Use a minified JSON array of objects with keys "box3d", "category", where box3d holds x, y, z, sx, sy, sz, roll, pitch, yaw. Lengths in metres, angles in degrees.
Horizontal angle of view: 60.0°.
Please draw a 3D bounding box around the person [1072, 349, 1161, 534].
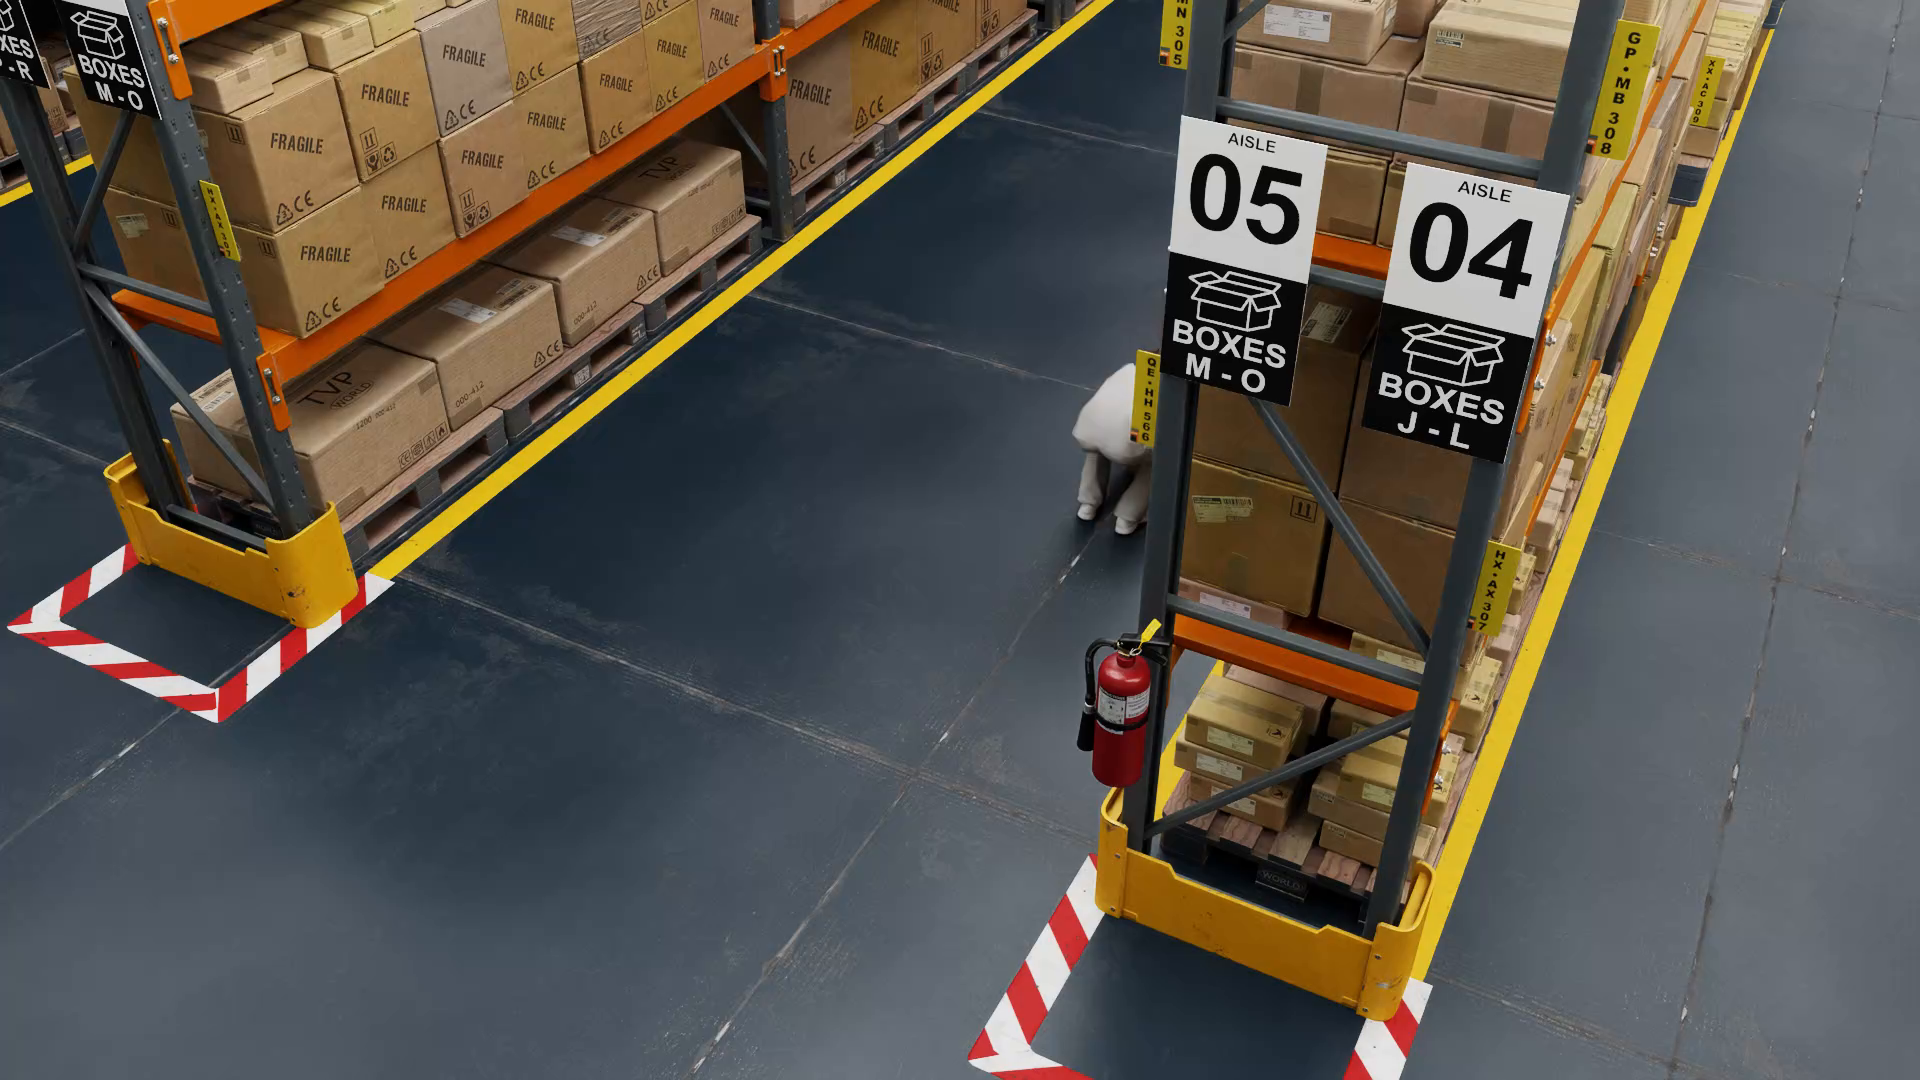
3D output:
[{"box3d":[0.853,-0.505,8.157,0.466,0.768,0.866,21,43,25],"category":"person"}]
